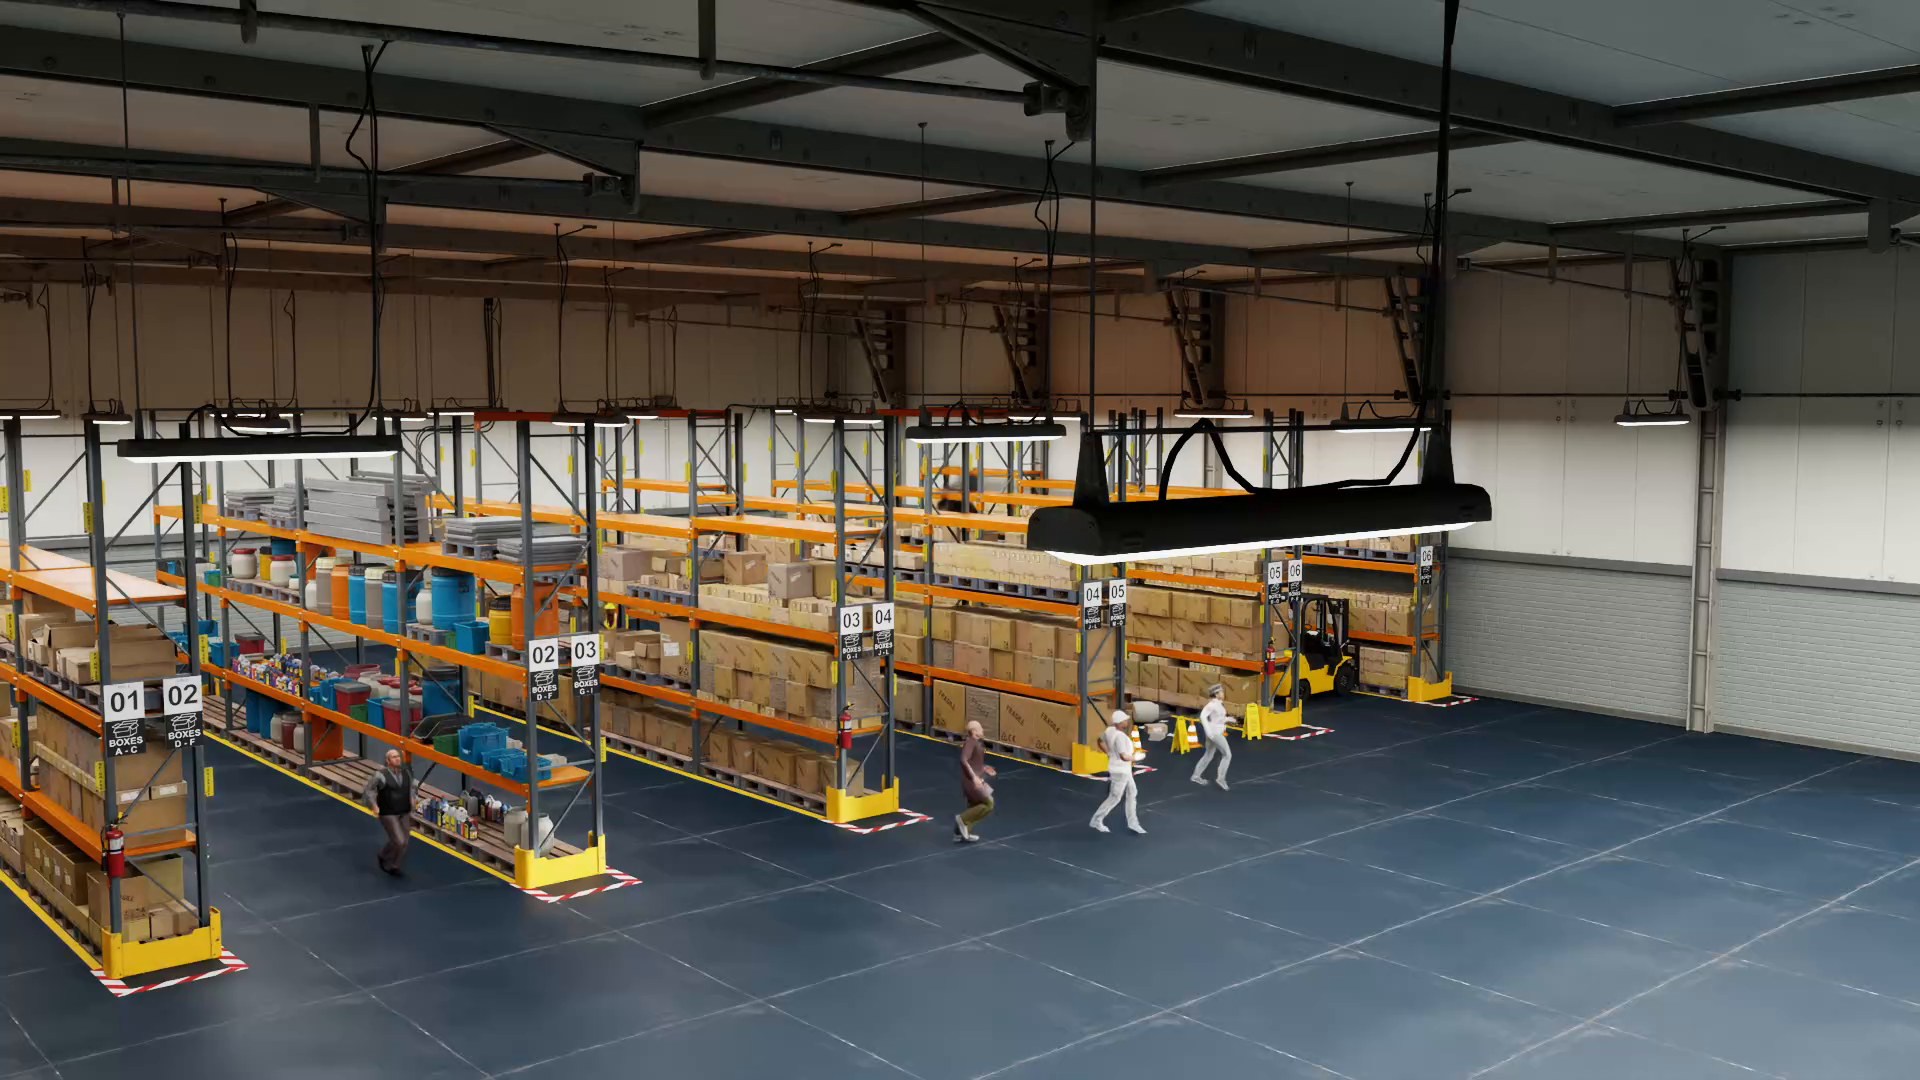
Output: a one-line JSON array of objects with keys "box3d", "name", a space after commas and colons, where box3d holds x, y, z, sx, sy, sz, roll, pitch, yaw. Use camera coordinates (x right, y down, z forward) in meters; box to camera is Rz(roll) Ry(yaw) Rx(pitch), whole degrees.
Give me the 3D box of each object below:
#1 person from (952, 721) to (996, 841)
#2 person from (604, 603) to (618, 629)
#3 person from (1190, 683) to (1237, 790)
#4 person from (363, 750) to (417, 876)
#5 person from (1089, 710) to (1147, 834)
[{"box3d": [0.203, 3.408, 23.549, 0.635, 1.703, 0.670, 0, 5, -4], "name": "person"}, {"box3d": [-7.850, 2.231, 37.015, 0.830, 1.675, 0.683, 5, 7, 44], "name": "person"}, {"box3d": [4.091, 3.157, 26.724, 0.727, 1.751, 0.598, 0, 5, 3], "name": "person"}, {"box3d": [-7.359, 3.582, 21.727, 0.575, 1.678, 0.649, 4, 6, 39], "name": "person"}, {"box3d": [2.259, 3.350, 23.835, 0.775, 1.835, 0.683, 0, 5, -2], "name": "person"}]
